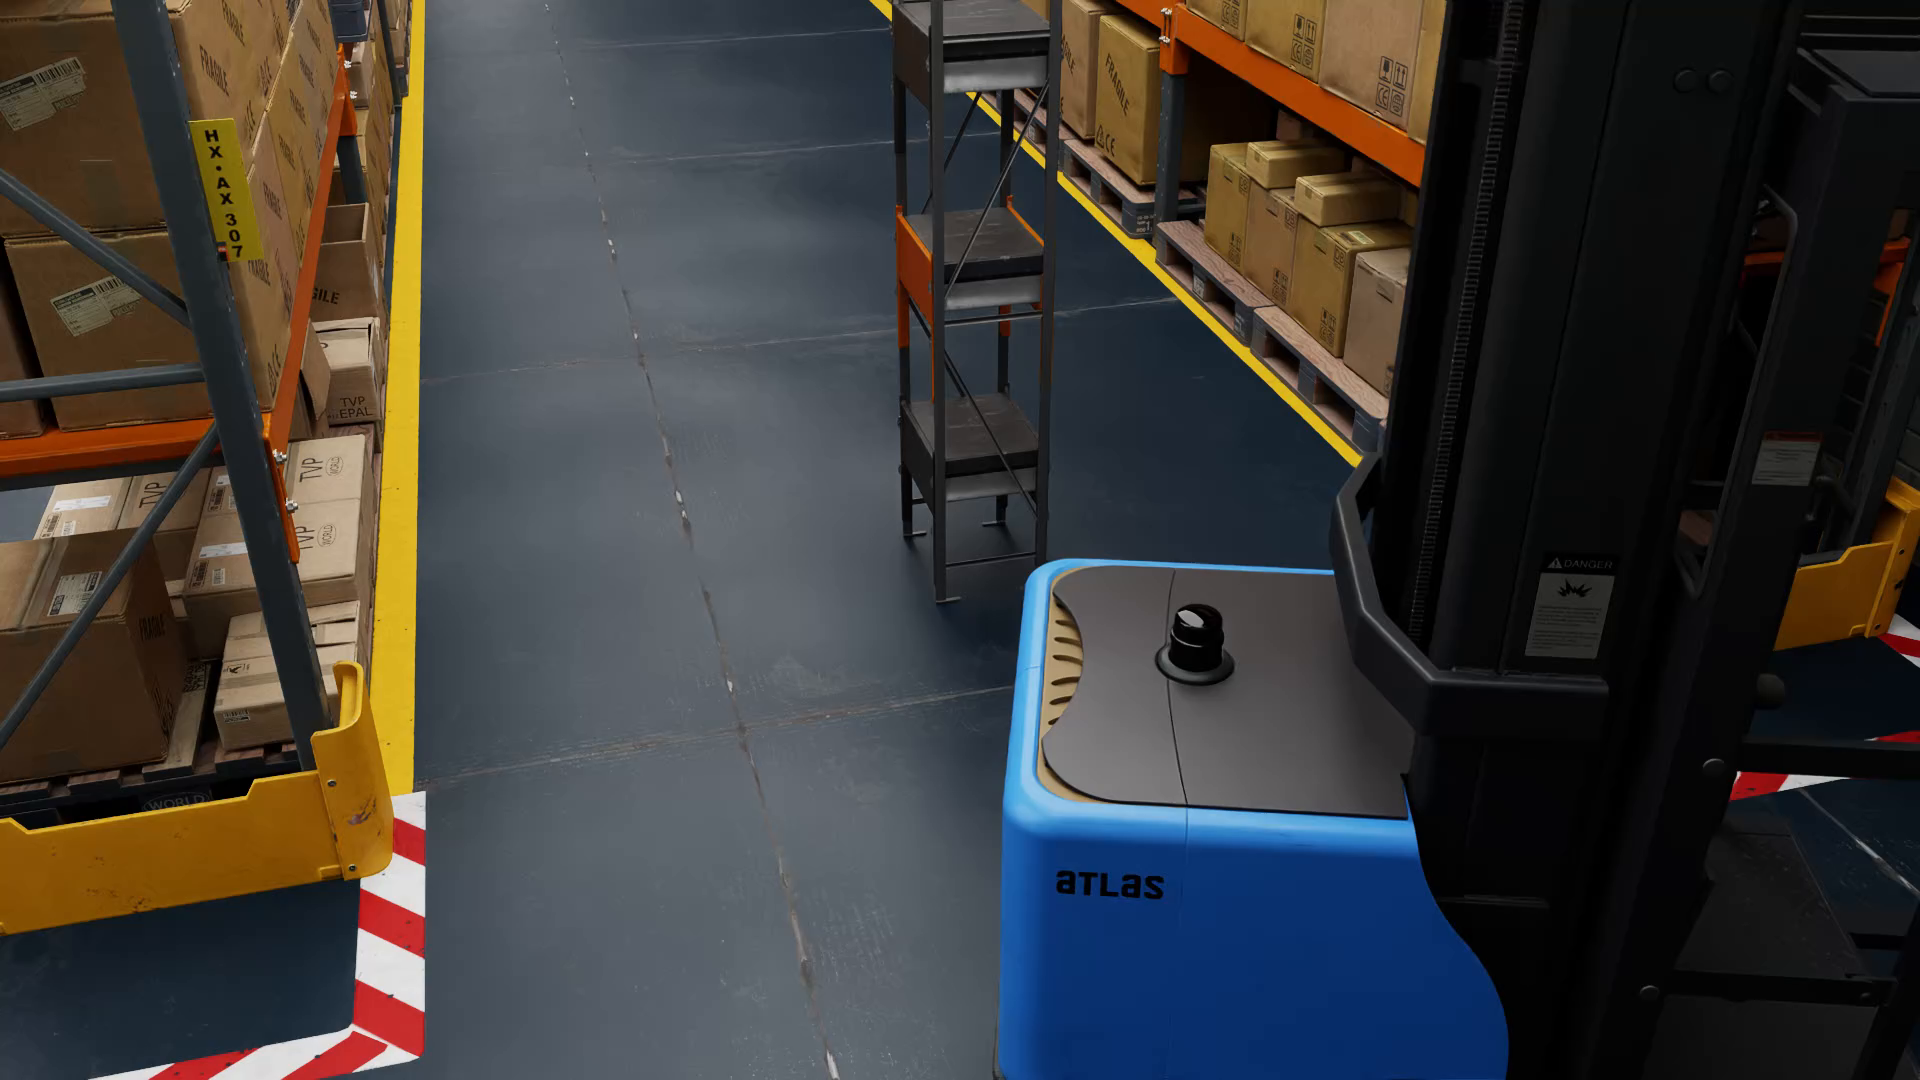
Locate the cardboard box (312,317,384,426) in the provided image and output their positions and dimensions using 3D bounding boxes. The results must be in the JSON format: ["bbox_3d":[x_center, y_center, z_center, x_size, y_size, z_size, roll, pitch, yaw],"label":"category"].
[{"bbox_3d":[-2.615,-0.696,6.703,0.500,0.311,0.500,-8,31,-13],"label":"cardboard box"}]

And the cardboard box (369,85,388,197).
[{"bbox_3d":[-3.410,-2.142,9.013,0.500,0.500,0.500,-7,31,-13],"label":"cardboard box"}]

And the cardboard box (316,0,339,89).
[{"bbox_3d":[-2.859,-2.105,6.793,0.500,0.500,0.500,-7,31,-12],"label":"cardboard box"}]

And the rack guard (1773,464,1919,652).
[{"bbox_3d":[2.604,0.096,5.586,1.175,0.500,0.348,-8,31,-13],"label":"rack guard"}]

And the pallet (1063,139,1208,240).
[{"bbox_3d":[1.258,-2.085,9.642,1.003,0.211,1.213,-8,31,-13],"label":"pallet"}]

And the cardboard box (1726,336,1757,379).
[{"bbox_3d":[2.541,-0.669,5.841,0.380,0.149,0.250,-8,31,-13],"label":"cardboard box"}]

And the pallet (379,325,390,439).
[{"bbox_3d":[-3.058,-0.730,7.302,1.003,0.211,1.213,-8,31,-13],"label":"pallet"}]

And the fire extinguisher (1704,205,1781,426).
[{"bbox_3d":[2.193,-0.669,4.860,0.296,0.674,0.183,-8,31,-13],"label":"fire extinguisher"}]

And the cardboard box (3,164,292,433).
[{"bbox_3d":[-2.041,-0.630,4.244,0.500,0.500,0.500,-7,31,-12],"label":"cardboard box"}]

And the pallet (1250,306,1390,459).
[{"bbox_3d":[1.990,-0.755,7.343,1.003,0.211,1.213,-8,31,-13],"label":"pallet"}]

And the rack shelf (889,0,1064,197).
[{"bbox_3d":[0.044,-1.423,5.242,0.431,0.518,0.480,-8,31,-13],"label":"rack shelf"}]

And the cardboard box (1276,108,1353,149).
[{"bbox_3d":[1.789,-2.032,8.195,0.380,0.149,0.250,-8,31,-14],"label":"cardboard box"}]

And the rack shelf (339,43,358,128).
[{"bbox_3d":[-3.770,-2.924,9.025,1.077,0.370,4.000,-8,31,-13],"label":"rack shelf"}]

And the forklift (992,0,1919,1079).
[{"bbox_3d":[1.618,0.003,3.319,3.031,2.935,1.130,3,30,4],"label":"forklift"}]

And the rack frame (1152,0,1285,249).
[{"bbox_3d":[1.536,-2.930,8.317,1.000,3.000,0.127,-8,31,-13],"label":"rack frame"}]

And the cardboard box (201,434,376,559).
[{"bbox_3d":[-2.314,-0.121,5.770,0.500,0.250,0.500,-8,31,-13],"label":"cardboard box"}]

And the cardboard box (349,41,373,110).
[{"bbox_3d":[-3.398,-2.451,8.798,0.500,0.250,0.500,-8,31,-13],"label":"cardboard box"}]

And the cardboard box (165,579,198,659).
[{"bbox_3d":[-2.580,0.261,5.194,0.380,0.166,0.250,-8,31,-13],"label":"cardboard box"}]

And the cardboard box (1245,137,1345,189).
[{"bbox_3d":[1.551,-1.746,7.700,0.380,0.149,0.250,-7,31,-12],"label":"cardboard box"}]

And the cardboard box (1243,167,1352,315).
[{"bbox_3d":[1.766,-1.412,7.771,0.700,0.500,0.500,-8,31,-14],"label":"cardboard box"}]

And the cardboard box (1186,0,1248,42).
[{"bbox_3d":[1.664,-2.795,7.786,0.980,0.700,0.700,-7,31,-13],"label":"cardboard box"}]

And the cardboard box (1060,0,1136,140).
[{"bbox_3d":[0.999,-2.907,10.004,0.750,0.750,0.750,-7,31,-12],"label":"cardboard box"}]

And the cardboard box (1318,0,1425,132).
[{"bbox_3d":[2.055,-2.092,6.570,0.980,0.700,0.700,-9,31,-16],"label":"cardboard box"}]

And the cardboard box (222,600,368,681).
[{"bbox_3d":[-2.024,0.330,5.075,0.380,0.166,0.250,-8,31,-13],"label":"cardboard box"}]

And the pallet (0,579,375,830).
[{"bbox_3d":[-2.410,0.448,5.266,1.003,0.211,1.213,-8,31,-13],"label":"pallet"}]

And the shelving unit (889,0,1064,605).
[{"bbox_3d":[0.044,-0.829,5.586,0.431,2.100,0.503,-8,31,-13],"label":"shelving unit"}]

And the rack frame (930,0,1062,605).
[{"bbox_3d":[0.109,-0.711,5.382,0.400,2.100,0.015,-8,31,-13],"label":"rack frame"}]

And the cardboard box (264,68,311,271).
[{"bbox_3d":[-2.313,-1.121,5.093,0.500,0.500,0.500,-8,31,-13],"label":"cardboard box"}]

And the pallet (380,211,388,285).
[{"bbox_3d":[-3.491,-1.450,8.545,1.003,0.211,1.213,-8,31,-13],"label":"pallet"}]

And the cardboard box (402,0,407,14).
[{"bbox_3d":[-4.570,-4.226,12.882,0.500,0.250,0.500,-7,31,-12],"label":"cardboard box"}]

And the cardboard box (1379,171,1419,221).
[{"bbox_3d":[2.067,-1.528,7.325,0.380,0.149,0.250,-8,31,-13],"label":"cardboard box"}]

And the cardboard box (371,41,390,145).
[{"bbox_3d":[-3.689,-2.639,9.872,0.500,0.500,0.500,-9,31,-15],"label":"cardboard box"}]

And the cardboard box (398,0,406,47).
[{"bbox_3d":[-4.291,-3.728,12.021,0.500,0.250,0.500,-9,31,-15],"label":"cardboard box"}]

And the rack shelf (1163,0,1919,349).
[{"bbox_3d":[2.067,-1.652,6.829,1.077,0.370,4.000,-8,31,-13],"label":"rack shelf"}]

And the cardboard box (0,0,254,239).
[{"bbox_3d":[-2.041,-1.063,3.994,0.500,0.500,0.500,-7,31,-12],"label":"cardboard box"}]

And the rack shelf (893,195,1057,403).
[{"bbox_3d":[0.044,-0.817,5.593,0.431,0.518,0.480,-8,31,-13],"label":"rack shelf"}]

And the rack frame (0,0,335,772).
[{"bbox_3d":[-2.177,-0.337,3.838,1.000,3.000,0.127,-8,31,-13],"label":"rack frame"}]

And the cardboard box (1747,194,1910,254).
[{"bbox_3d":[2.453,-1.373,5.328,0.980,0.700,0.700,-6,31,-11],"label":"cardboard box"}]

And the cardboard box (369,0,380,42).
[{"bbox_3d":[-3.807,-3.187,10.070,0.500,0.250,0.500,-7,31,-11],"label":"cardboard box"}]

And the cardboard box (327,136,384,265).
[{"bbox_3d":[-3.133,-1.644,8.152,0.500,0.500,0.500,-9,31,-16],"label":"cardboard box"}]

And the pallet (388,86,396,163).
[{"bbox_3d":[-4.139,-2.629,10.581,1.003,0.211,1.213,-8,31,-13],"label":"pallet"}]

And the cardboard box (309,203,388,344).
[{"bbox_3d":[-2.814,-1.140,7.282,0.500,0.500,0.500,-8,31,-13],"label":"cardboard box"}]

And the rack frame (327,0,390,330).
[{"bbox_3d":[-3.239,-2.269,7.176,1.000,3.000,0.127,-8,31,-13],"label":"rack frame"}]

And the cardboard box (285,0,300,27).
[{"bbox_3d":[-2.583,-2.045,5.691,0.500,0.500,0.500,-8,31,-13],"label":"cardboard box"}]

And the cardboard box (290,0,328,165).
[{"bbox_3d":[-2.582,-1.609,5.935,0.500,0.500,0.500,-7,31,-12],"label":"cardboard box"}]

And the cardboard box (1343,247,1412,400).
[{"bbox_3d":[2.048,-0.907,6.899,0.700,0.500,0.500,-9,31,-15],"label":"cardboard box"}]

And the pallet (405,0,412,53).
[{"bbox_3d":[-4.802,-3.985,12.924,1.003,0.211,1.213,-8,31,-13],"label":"pallet"}]

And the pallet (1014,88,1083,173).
[{"bbox_3d":[0.931,-2.676,10.662,1.003,0.211,1.213,-8,31,-13],"label":"pallet"}]

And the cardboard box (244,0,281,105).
[{"bbox_3d":[-2.315,-1.556,4.847,0.500,0.500,0.500,-7,31,-13],"label":"cardboard box"}]
